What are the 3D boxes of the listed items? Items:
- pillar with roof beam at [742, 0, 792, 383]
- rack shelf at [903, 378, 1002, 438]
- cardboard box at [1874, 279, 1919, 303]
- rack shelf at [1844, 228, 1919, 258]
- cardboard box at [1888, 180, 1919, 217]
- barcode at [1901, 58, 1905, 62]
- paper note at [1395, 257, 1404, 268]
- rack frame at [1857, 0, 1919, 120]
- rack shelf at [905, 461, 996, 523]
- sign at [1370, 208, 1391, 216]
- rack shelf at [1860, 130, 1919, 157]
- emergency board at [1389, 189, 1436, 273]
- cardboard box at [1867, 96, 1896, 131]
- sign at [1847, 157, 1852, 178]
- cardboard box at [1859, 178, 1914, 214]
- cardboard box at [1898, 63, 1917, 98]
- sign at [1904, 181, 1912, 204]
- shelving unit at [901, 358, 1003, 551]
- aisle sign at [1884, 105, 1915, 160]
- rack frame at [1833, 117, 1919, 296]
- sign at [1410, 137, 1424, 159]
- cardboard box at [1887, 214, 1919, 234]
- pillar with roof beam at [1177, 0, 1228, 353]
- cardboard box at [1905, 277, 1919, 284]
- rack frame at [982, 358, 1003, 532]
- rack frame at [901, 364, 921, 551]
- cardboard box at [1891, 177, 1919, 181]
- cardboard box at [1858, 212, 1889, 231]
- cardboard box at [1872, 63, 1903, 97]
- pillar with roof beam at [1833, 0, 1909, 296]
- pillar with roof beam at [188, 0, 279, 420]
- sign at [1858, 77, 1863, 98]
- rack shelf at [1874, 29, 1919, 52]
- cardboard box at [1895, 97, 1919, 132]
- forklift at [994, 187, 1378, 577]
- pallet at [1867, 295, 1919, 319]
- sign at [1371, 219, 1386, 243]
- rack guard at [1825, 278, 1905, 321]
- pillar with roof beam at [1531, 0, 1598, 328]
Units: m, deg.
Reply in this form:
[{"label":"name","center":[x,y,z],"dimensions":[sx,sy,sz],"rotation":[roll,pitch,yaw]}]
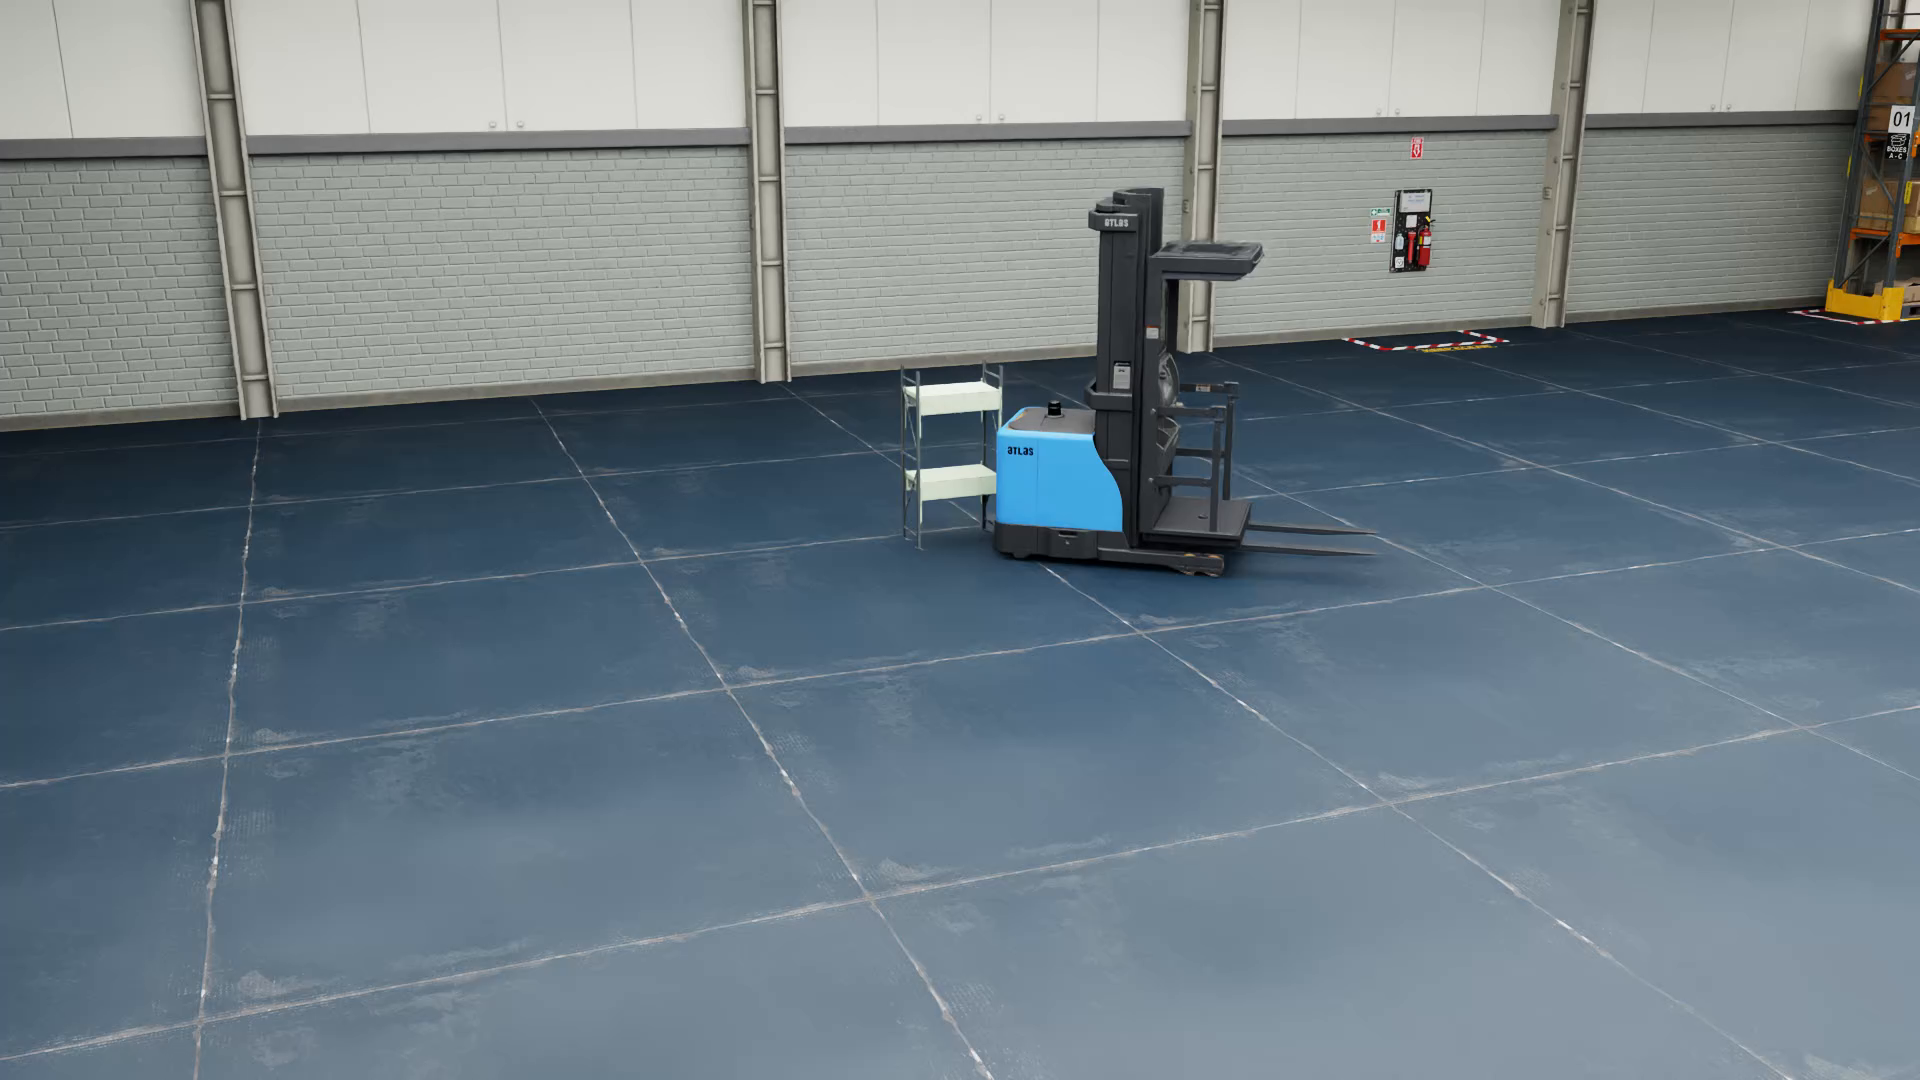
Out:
[{"label":"pillar with roof beam","center":[-0.814,-5.201,15.837],"dimensions":[0.400,9.000,9.100],"rotation":[-6,17,-20]},{"label":"rack shelf","center":[-0.068,-1.097,13.787],"dimensions":[0.720,0.370,0.431],"rotation":[-6,18,-21]},{"label":"cardboard box","center":[14.788,-3.939,26.178],"dimensions":[0.500,0.311,0.500],"rotation":[-8,18,-26]},{"label":"rack shelf","center":[15.977,-4.828,26.492],"dimensions":[4.000,0.370,1.077],"rotation":[-6,17,-20]},{"label":"cardboard box","center":[14.663,-5.238,25.512],"dimensions":[0.500,0.500,0.500],"rotation":[-6,17,-20]},{"label":"barcode","center":[14.594,-7.429,25.734],"dimensions":[0.075,0.075,0.001],"rotation":[-6,17,-20]},{"label":"paper note","center":[6.340,-4.003,23.971],"dimensions":[0.142,0.148,0.016],"rotation":[-6,17,-20]},{"label":"rack frame","center":[14.110,-7.850,24.859],"dimensions":[0.127,3.000,1.000],"rotation":[-6,17,-20]},{"label":"rack shelf","center":[-0.068,-0.410,13.988],"dimensions":[0.720,0.370,0.431],"rotation":[-6,18,-21]},{"label":"sign","center":[5.984,-4.667,23.662],"dimensions":[0.331,0.109,0.001],"rotation":[-6,17,-20]},{"label":"rack shelf","center":[15.977,-6.267,26.070],"dimensions":[4.000,0.370,1.077],"rotation":[-6,17,-20]},{"label":"emergency board","center":[6.530,-4.426,23.845],"dimensions":[0.643,1.169,0.194],"rotation":[-6,17,-20]},{"label":"cardboard box","center":[14.409,-6.577,25.635],"dimensions":[0.500,0.500,0.500],"rotation":[-5,17,-16]},{"label":"sign","center":[13.930,-5.827,26.001],"dimensions":[0.005,0.325,0.100],"rotation":[-6,17,-20]},{"label":"cardboard box","center":[14.474,-5.372,25.969],"dimensions":[0.500,0.500,0.500],"rotation":[-6,18,-21]},{"label":"cardboard box","center":[14.556,-6.923,25.039],"dimensions":[0.500,0.500,0.500],"rotation":[-8,18,-24]},{"label":"sign","center":[14.304,-5.244,25.096],"dimensions":[0.005,0.325,0.100],"rotation":[-6,17,-20]},{"label":"shelving unit","center":[-0.068,-0.722,13.896],"dimensions":[0.755,1.500,0.431],"rotation":[-6,18,-21]},{"label":"aisle sign","center":[14.150,-6.133,25.045],"dimensions":[0.004,0.787,0.394],"rotation":[-6,17,-20]},{"label":"rack frame","center":[14.110,-4.972,25.704],"dimensions":[0.127,3.000,1.000],"rotation":[-6,17,-20]},{"label":"sign","center":[6.487,-5.563,23.605],"dimensions":[0.199,0.298,0.001],"rotation":[-6,17,-20]},{"label":"cardboard box","center":[14.679,-4.875,25.606],"dimensions":[0.500,0.250,0.500],"rotation":[-7,18,-22]},{"label":"pillar with roof beam","center":[4.789,-5.806,17.897],"dimensions":[0.400,9.000,9.100],"rotation":[-6,17,-20]},{"label":"cardboard box","center":[15.320,-3.996,26.374],"dimensions":[0.500,0.311,0.500],"rotation":[-5,17,-15]},{"label":"rack frame","center":[0.273,-0.760,14.025],"dimensions":[0.023,1.500,0.400],"rotation":[-6,18,-21]},{"label":"rack frame","center":[-0.408,-0.685,13.768],"dimensions":[0.023,1.500,0.400],"rotation":[-6,18,-21]},{"label":"cardboard box","center":[14.947,-5.421,26.133],"dimensions":[0.500,0.500,0.500],"rotation":[-6,17,-19]},{"label":"cardboard box","center":[14.477,-5.007,26.057],"dimensions":[0.500,0.250,0.500],"rotation":[-6,17,-19]},{"label":"cardboard box","center":[14.419,-7.060,25.506],"dimensions":[0.500,0.500,0.500],"rotation":[-5,17,-18]},{"label":"pillar with roof beam","center":[15.994,-7.016,22.017],"dimensions":[0.400,9.000,9.100],"rotation":[-6,17,-20]},{"label":"pillar with roof beam","center":[-6.417,-4.596,13.777],"dimensions":[0.400,9.000,9.100],"rotation":[-6,17,-20]},{"label":"sign","center":[13.930,-6.984,25.661],"dimensions":[0.005,0.325,0.100],"rotation":[-6,17,-20]},{"label":"rack shelf","center":[15.977,-7.705,25.648],"dimensions":[4.000,0.370,1.077],"rotation":[-6,17,-20]},{"label":"cardboard box","center":[14.511,-6.436,25.156],"dimensions":[0.500,0.500,0.500],"rotation":[-6,17,-19]},{"label":"forklift","center":[1.854,-1.283,13.264],"dimensions":[3.031,2.935,1.130],"rotation":[4,17,14]},{"label":"pallet","center":[14.952,-3.714,26.371],"dimensions":[1.213,0.211,1.003],"rotation":[-6,17,-20]},{"label":"sign","center":[5.977,-4.414,23.743],"dimensions":[0.234,0.329,0.001],"rotation":[-6,17,-20]},{"label":"rack guard","center":[14.181,-3.780,26.083],"dimensions":[0.348,0.500,1.175],"rotation":[-6,17,-20]},{"label":"pillar with roof beam","center":[10.392,-6.411,19.957],"dimensions":[0.400,9.000,9.100],"rotation":[-6,17,-20]}]
